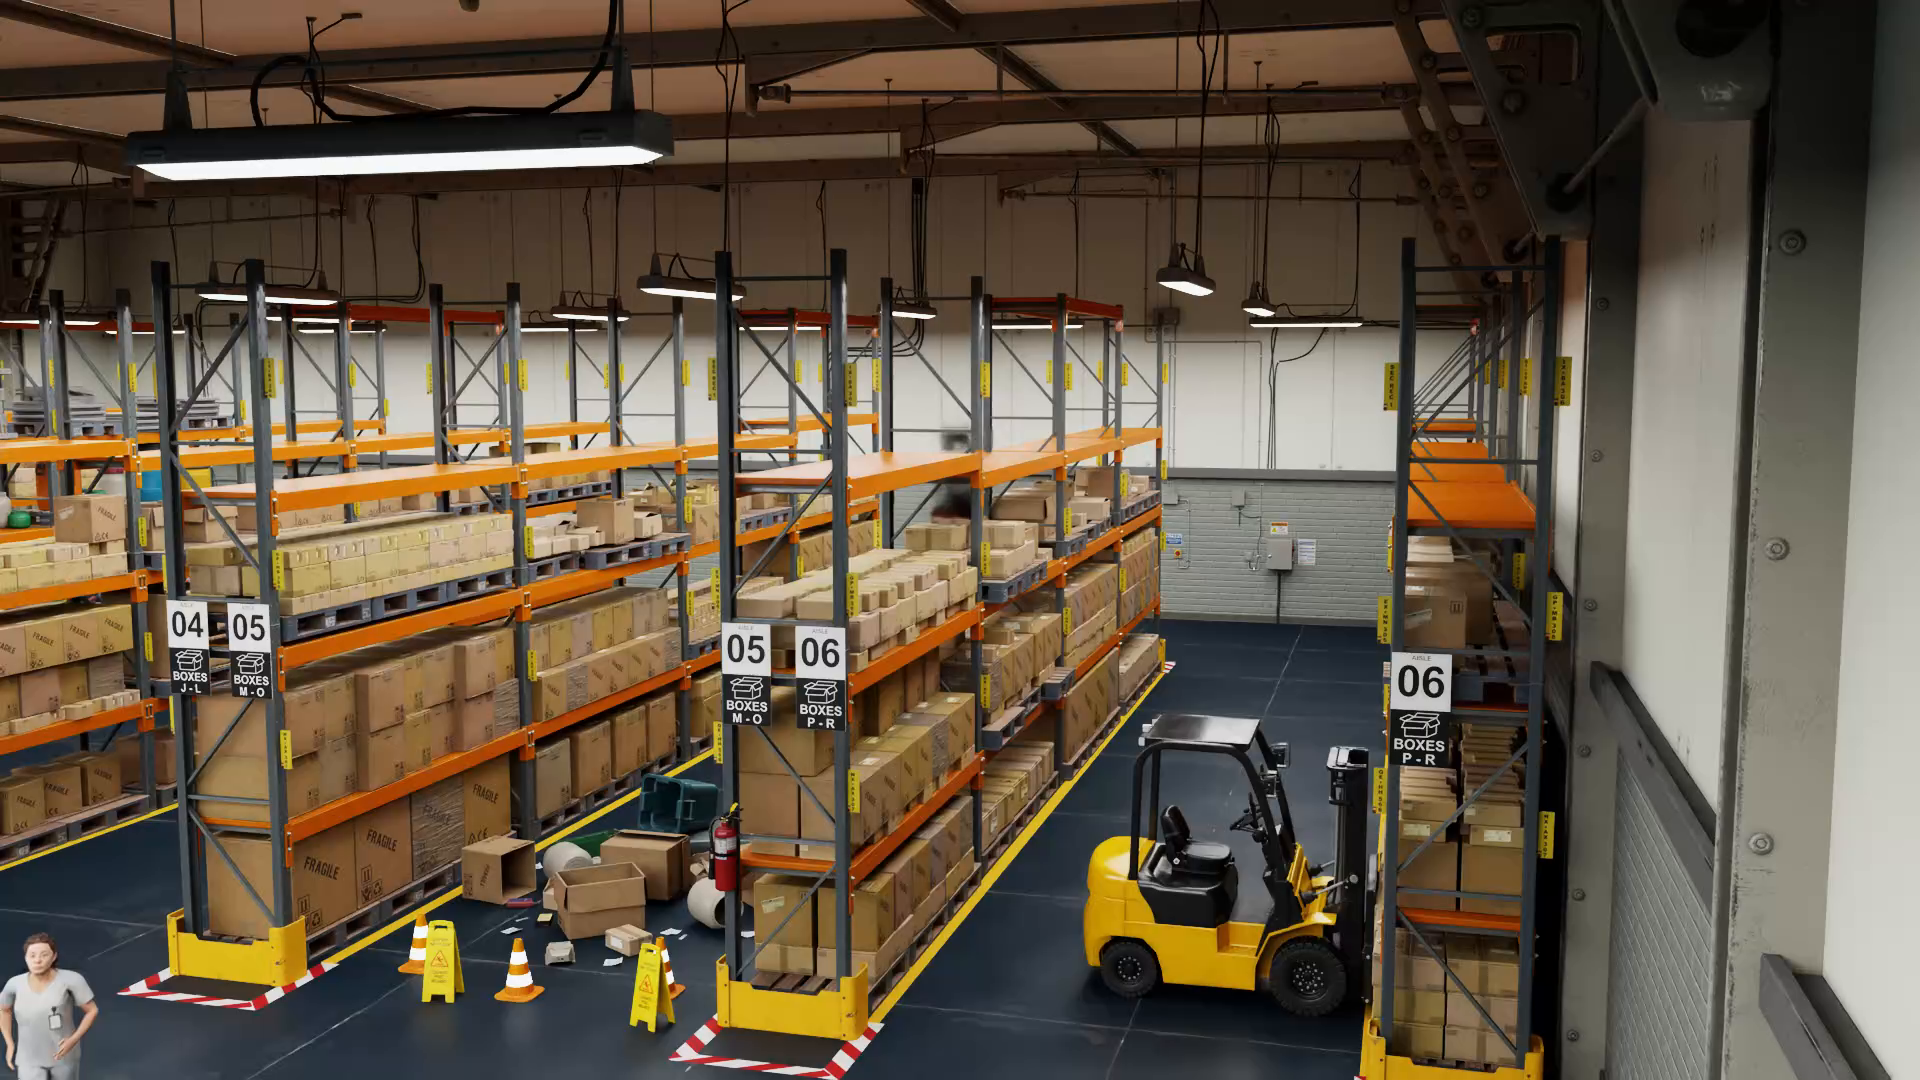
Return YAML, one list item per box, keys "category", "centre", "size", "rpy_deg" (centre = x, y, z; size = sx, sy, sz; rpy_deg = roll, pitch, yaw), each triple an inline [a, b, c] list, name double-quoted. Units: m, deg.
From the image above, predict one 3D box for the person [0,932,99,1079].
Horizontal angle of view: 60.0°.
- category: "person"
  centre: [-5.683, 3.255, 10.383]
  size: [0.577, 1.662, 0.894]
  rpy_deg: [-3, 7, -23]
